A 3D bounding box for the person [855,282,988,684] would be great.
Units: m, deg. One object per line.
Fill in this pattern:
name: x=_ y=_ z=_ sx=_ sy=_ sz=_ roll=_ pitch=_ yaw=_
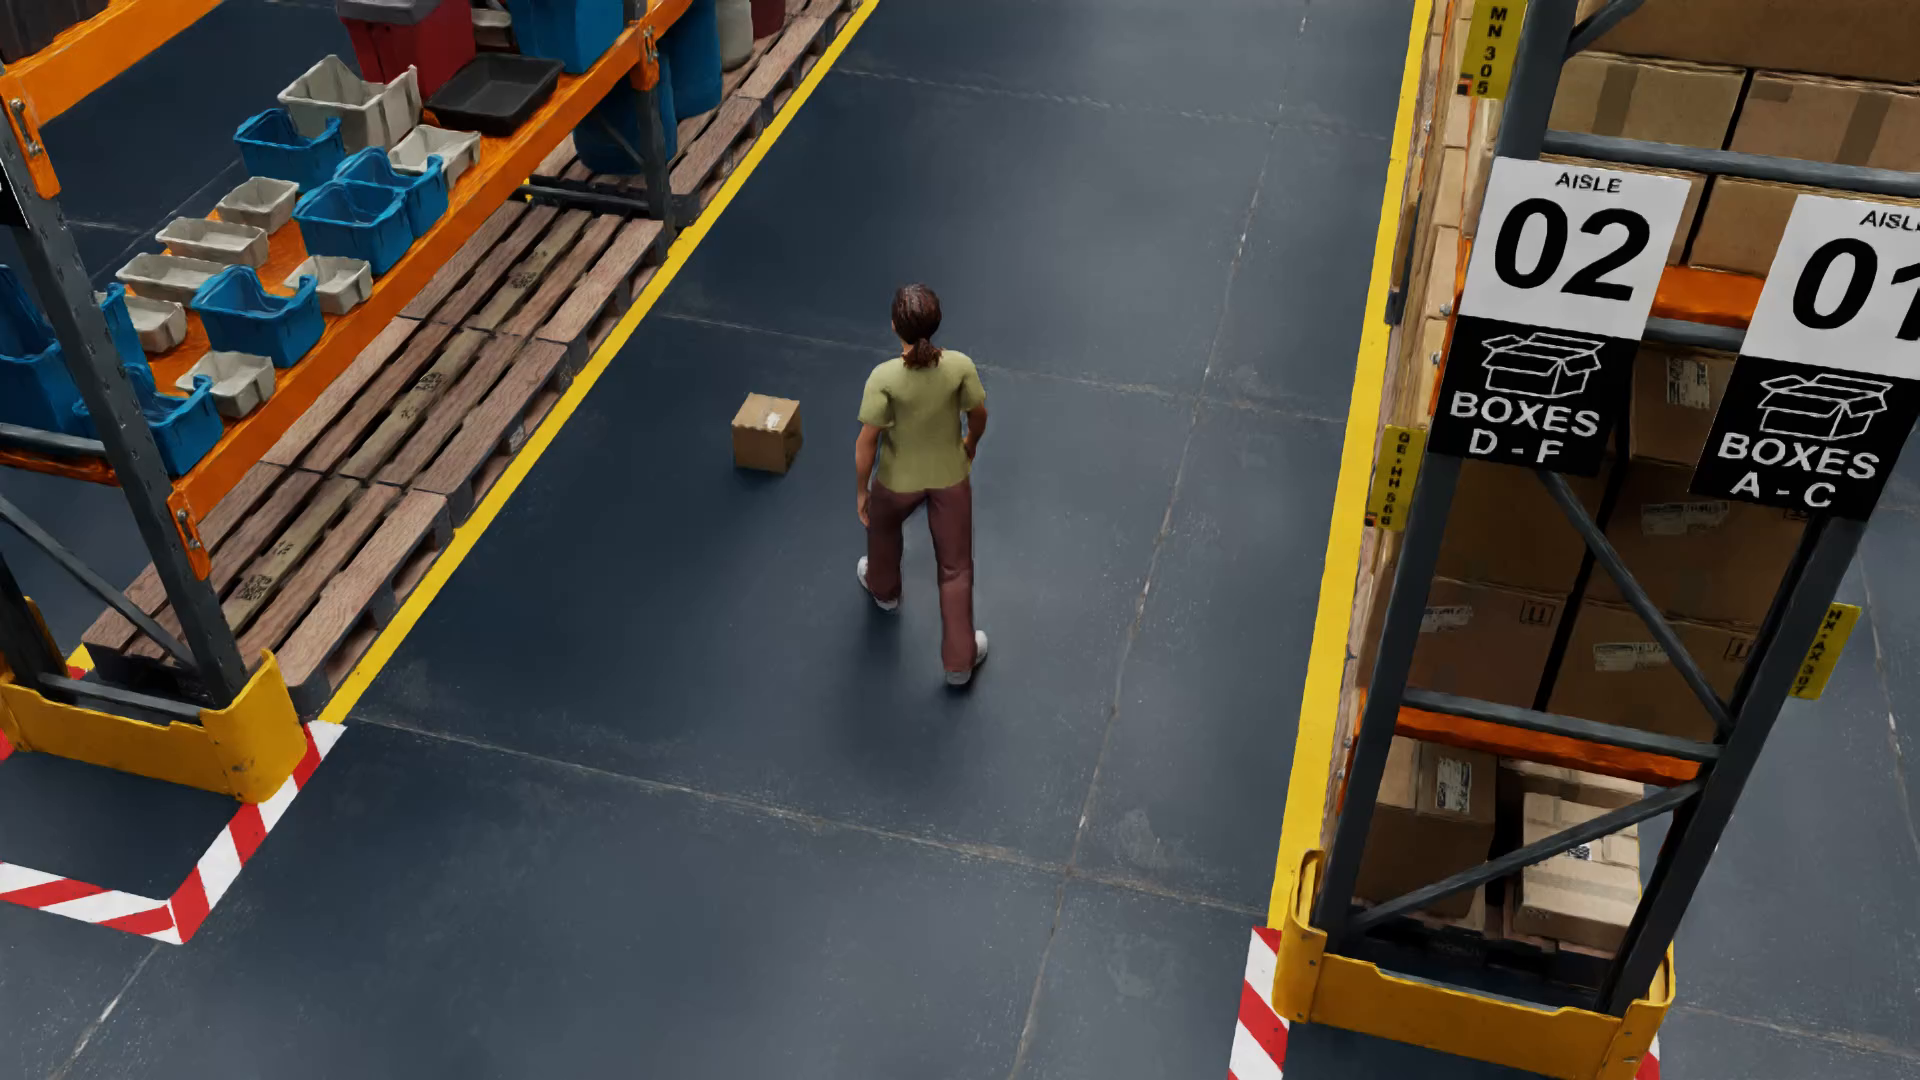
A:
person: x=-0.151 y=-0.259 z=6.474 sx=0.526 sy=1.630 sz=0.798 roll=-6 pitch=41 yaw=-6
